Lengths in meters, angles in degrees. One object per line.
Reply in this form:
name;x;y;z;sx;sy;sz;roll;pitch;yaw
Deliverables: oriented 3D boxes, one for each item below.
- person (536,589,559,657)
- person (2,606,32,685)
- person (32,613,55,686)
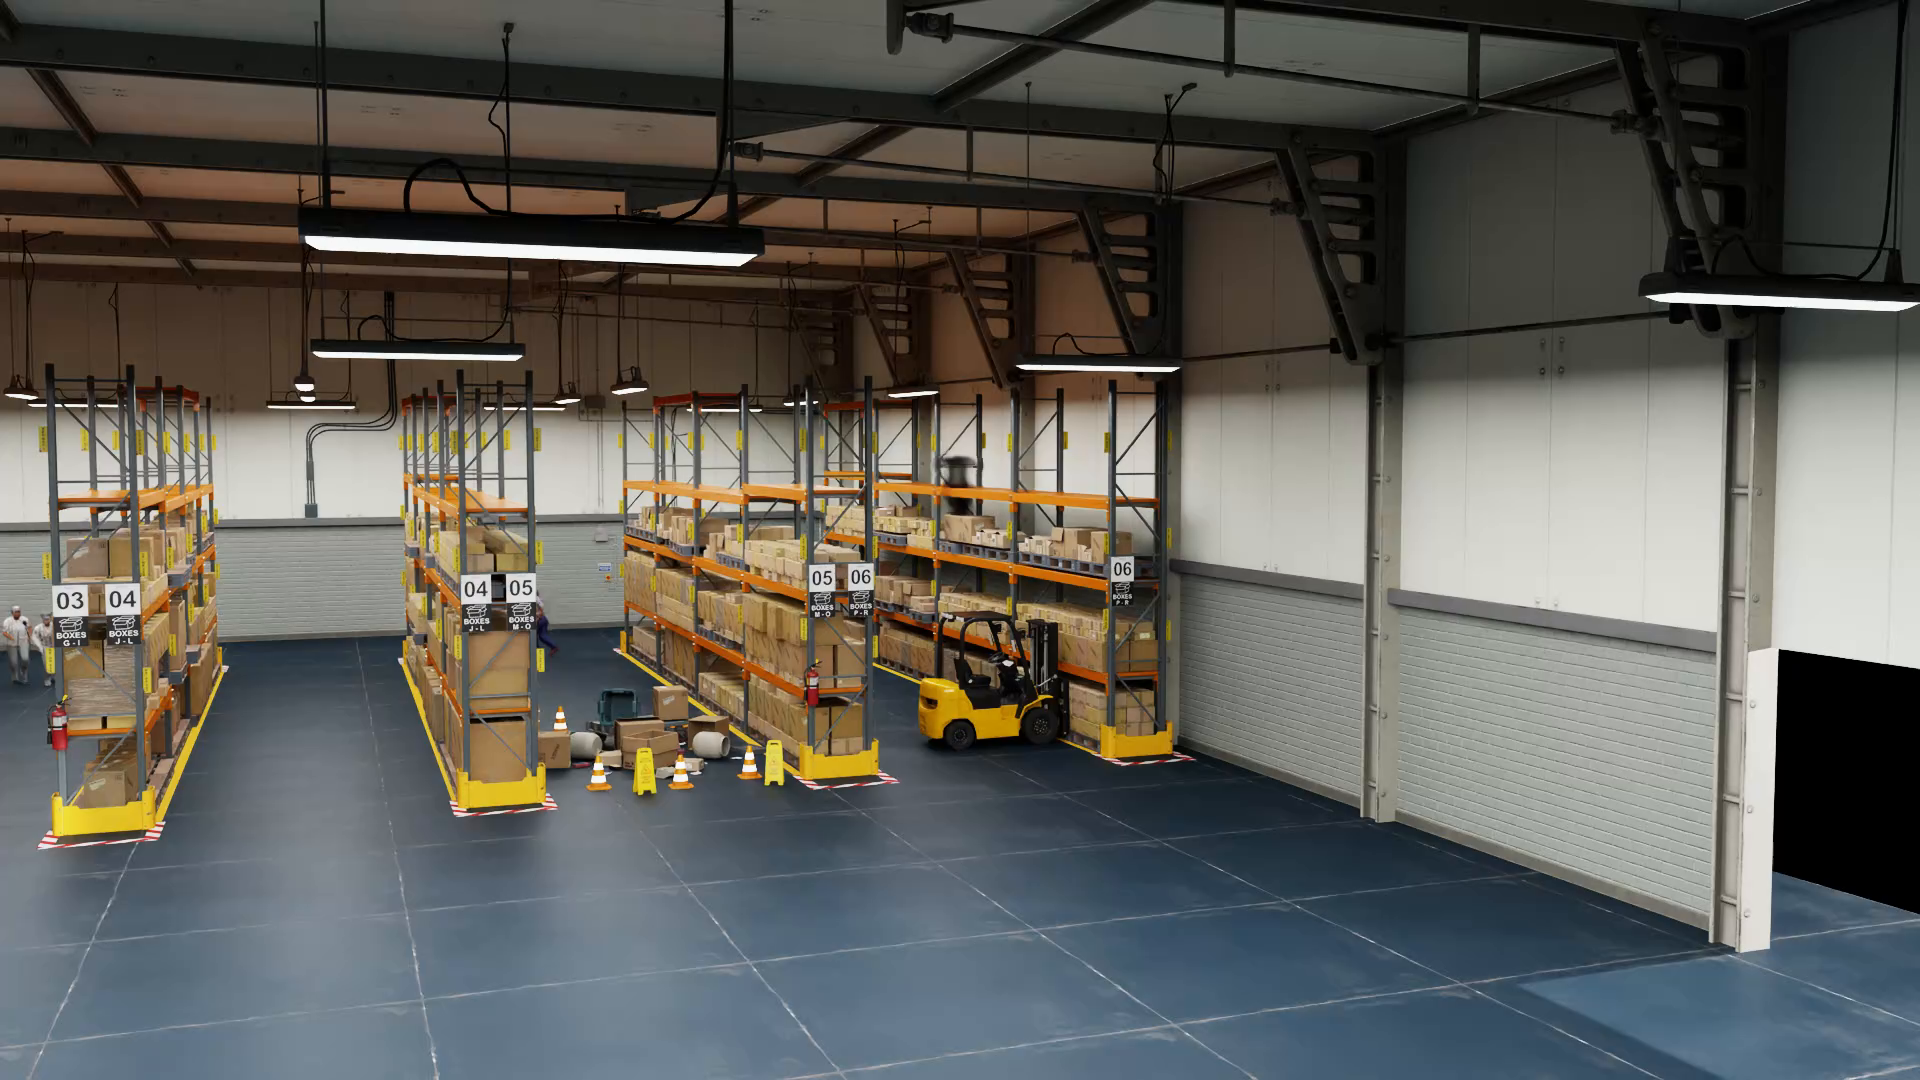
person;-9.702;1.935;38.699;0.794;1.624;0.580;0;3;8
person;-19.526;2.183;34.453;0.538;1.665;0.760;-2;4;-31
person;-18.876;2.245;34.454;0.807;1.534;0.642;3;4;41
